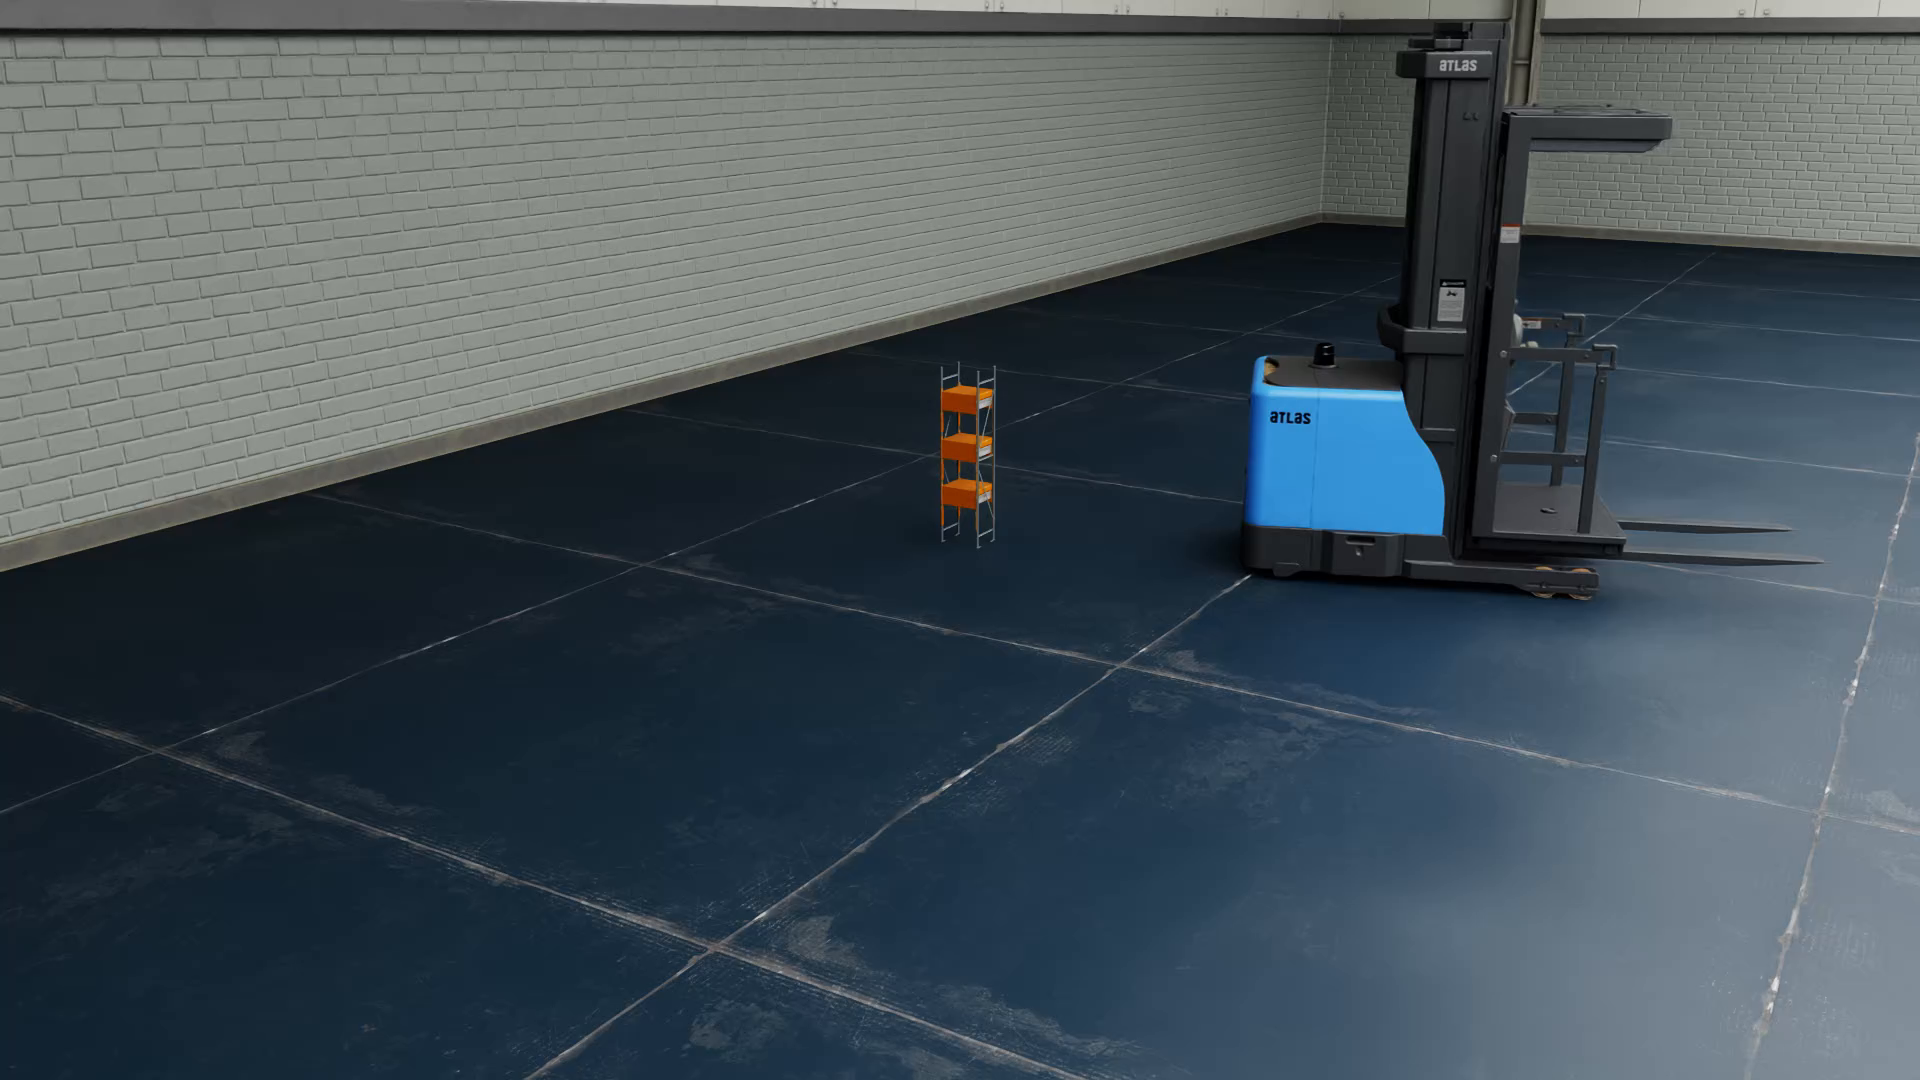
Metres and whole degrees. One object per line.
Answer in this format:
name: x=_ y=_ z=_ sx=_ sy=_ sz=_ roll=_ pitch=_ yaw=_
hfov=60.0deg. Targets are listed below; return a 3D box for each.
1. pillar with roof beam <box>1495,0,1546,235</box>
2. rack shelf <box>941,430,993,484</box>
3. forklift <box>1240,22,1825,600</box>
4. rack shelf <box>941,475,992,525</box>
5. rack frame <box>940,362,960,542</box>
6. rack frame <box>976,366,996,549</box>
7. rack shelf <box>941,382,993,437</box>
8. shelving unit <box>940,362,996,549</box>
pillar with roof beam: x=5.993 y=-7.848 z=20.234 sx=0.400 sy=9.000 sz=9.100 roll=10 pitch=20 yaw=30
rack shelf: x=0.046 y=-0.484 z=9.705 sx=0.240 sy=0.259 sz=0.215 roll=10 pitch=20 yaw=30
forklift: x=3.120 y=-1.251 z=8.956 sx=3.031 sy=2.935 sz=1.130 roll=3 pitch=17 yaw=10
rack shelf: x=0.046 y=-0.218 z=9.786 sx=0.240 sy=0.259 sz=0.215 roll=10 pitch=20 yaw=30
rack frame: x=-0.058 y=-0.513 z=9.763 sx=0.008 sy=1.050 sz=0.200 roll=10 pitch=20 yaw=30
rack frame: x=0.150 y=-0.476 z=9.641 sx=0.008 sy=1.050 sz=0.200 roll=10 pitch=20 yaw=30
rack shelf: x=0.046 y=-0.756 z=9.622 sx=0.240 sy=0.259 sz=0.215 roll=10 pitch=20 yaw=30
shelving unit: x=0.046 y=-0.494 z=9.702 sx=0.252 sy=1.050 sz=0.215 roll=10 pitch=20 yaw=30
